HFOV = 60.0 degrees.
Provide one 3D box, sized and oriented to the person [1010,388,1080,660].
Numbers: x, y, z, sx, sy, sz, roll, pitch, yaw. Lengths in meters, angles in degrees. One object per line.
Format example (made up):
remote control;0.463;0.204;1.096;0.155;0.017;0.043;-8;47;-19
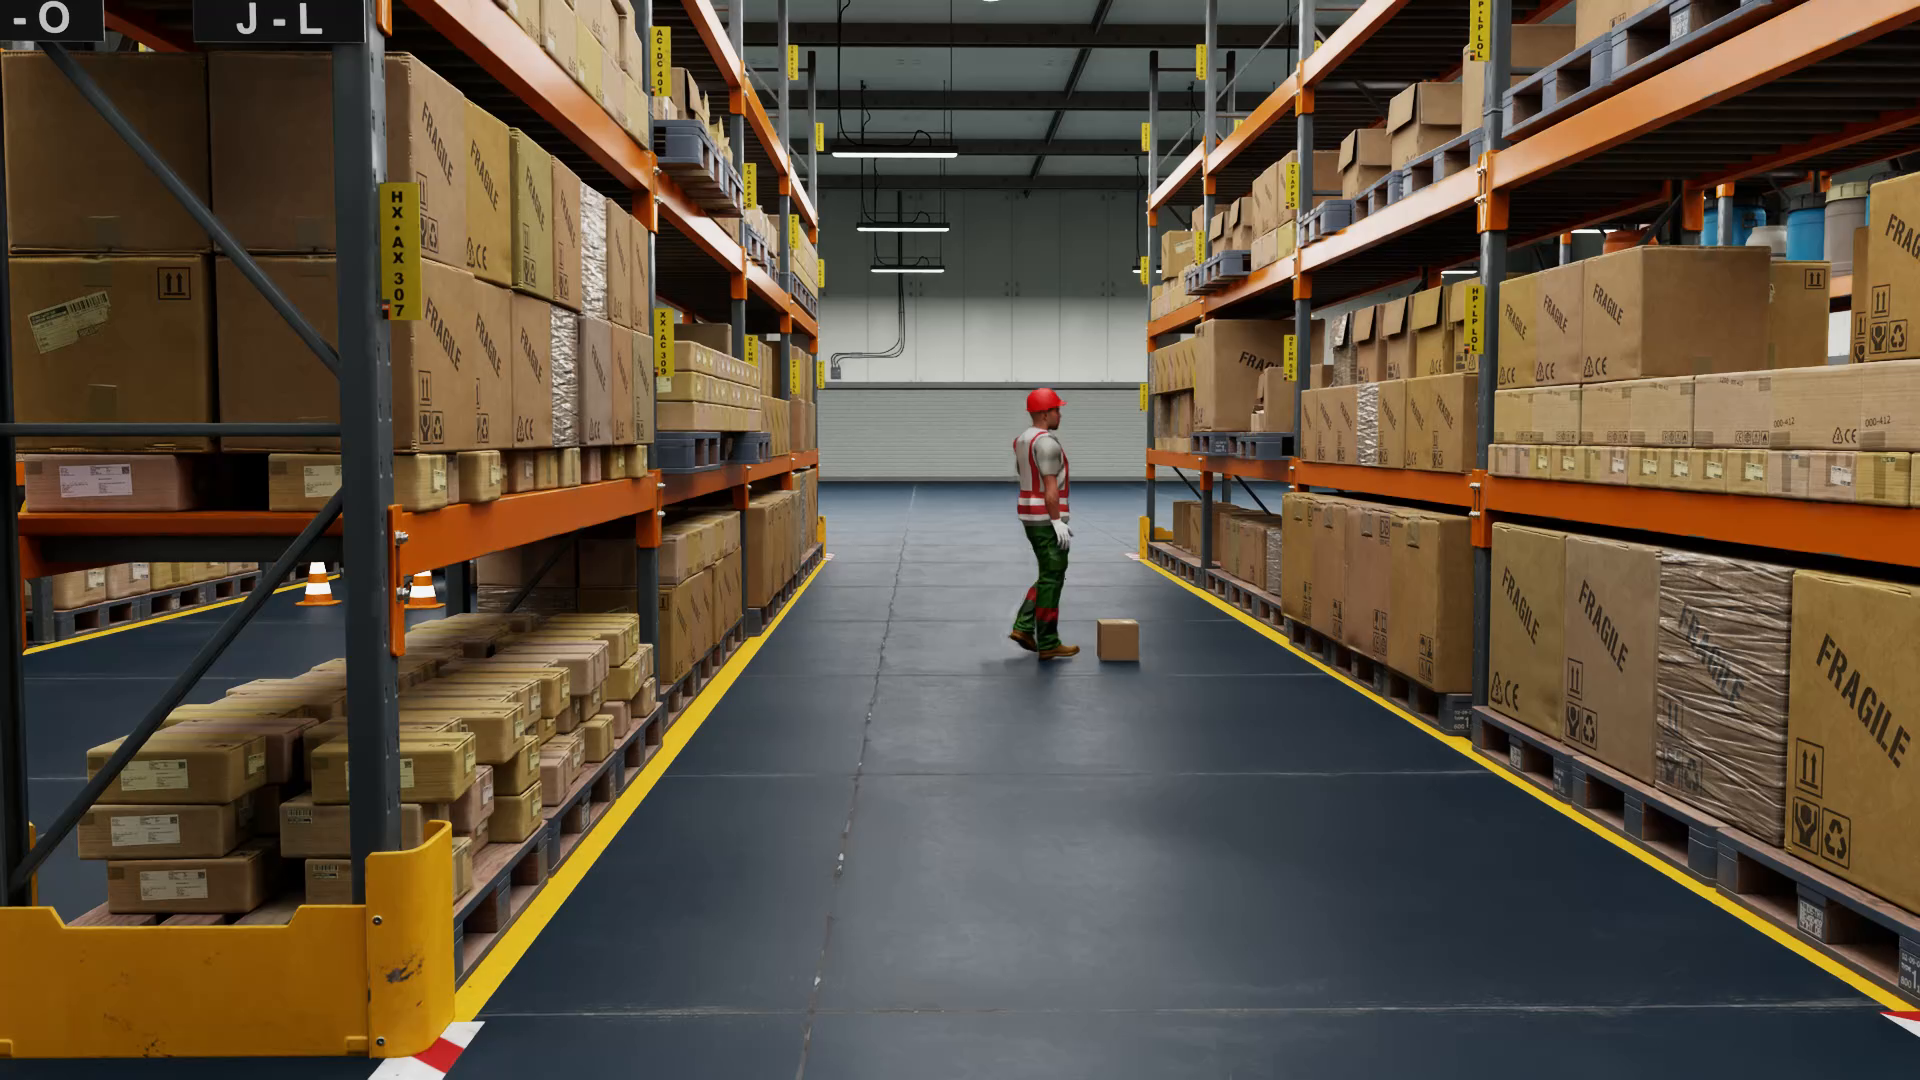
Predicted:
person;0.591;-0.108;11.029;0.441;1.795;0.545;-1;4;-20
